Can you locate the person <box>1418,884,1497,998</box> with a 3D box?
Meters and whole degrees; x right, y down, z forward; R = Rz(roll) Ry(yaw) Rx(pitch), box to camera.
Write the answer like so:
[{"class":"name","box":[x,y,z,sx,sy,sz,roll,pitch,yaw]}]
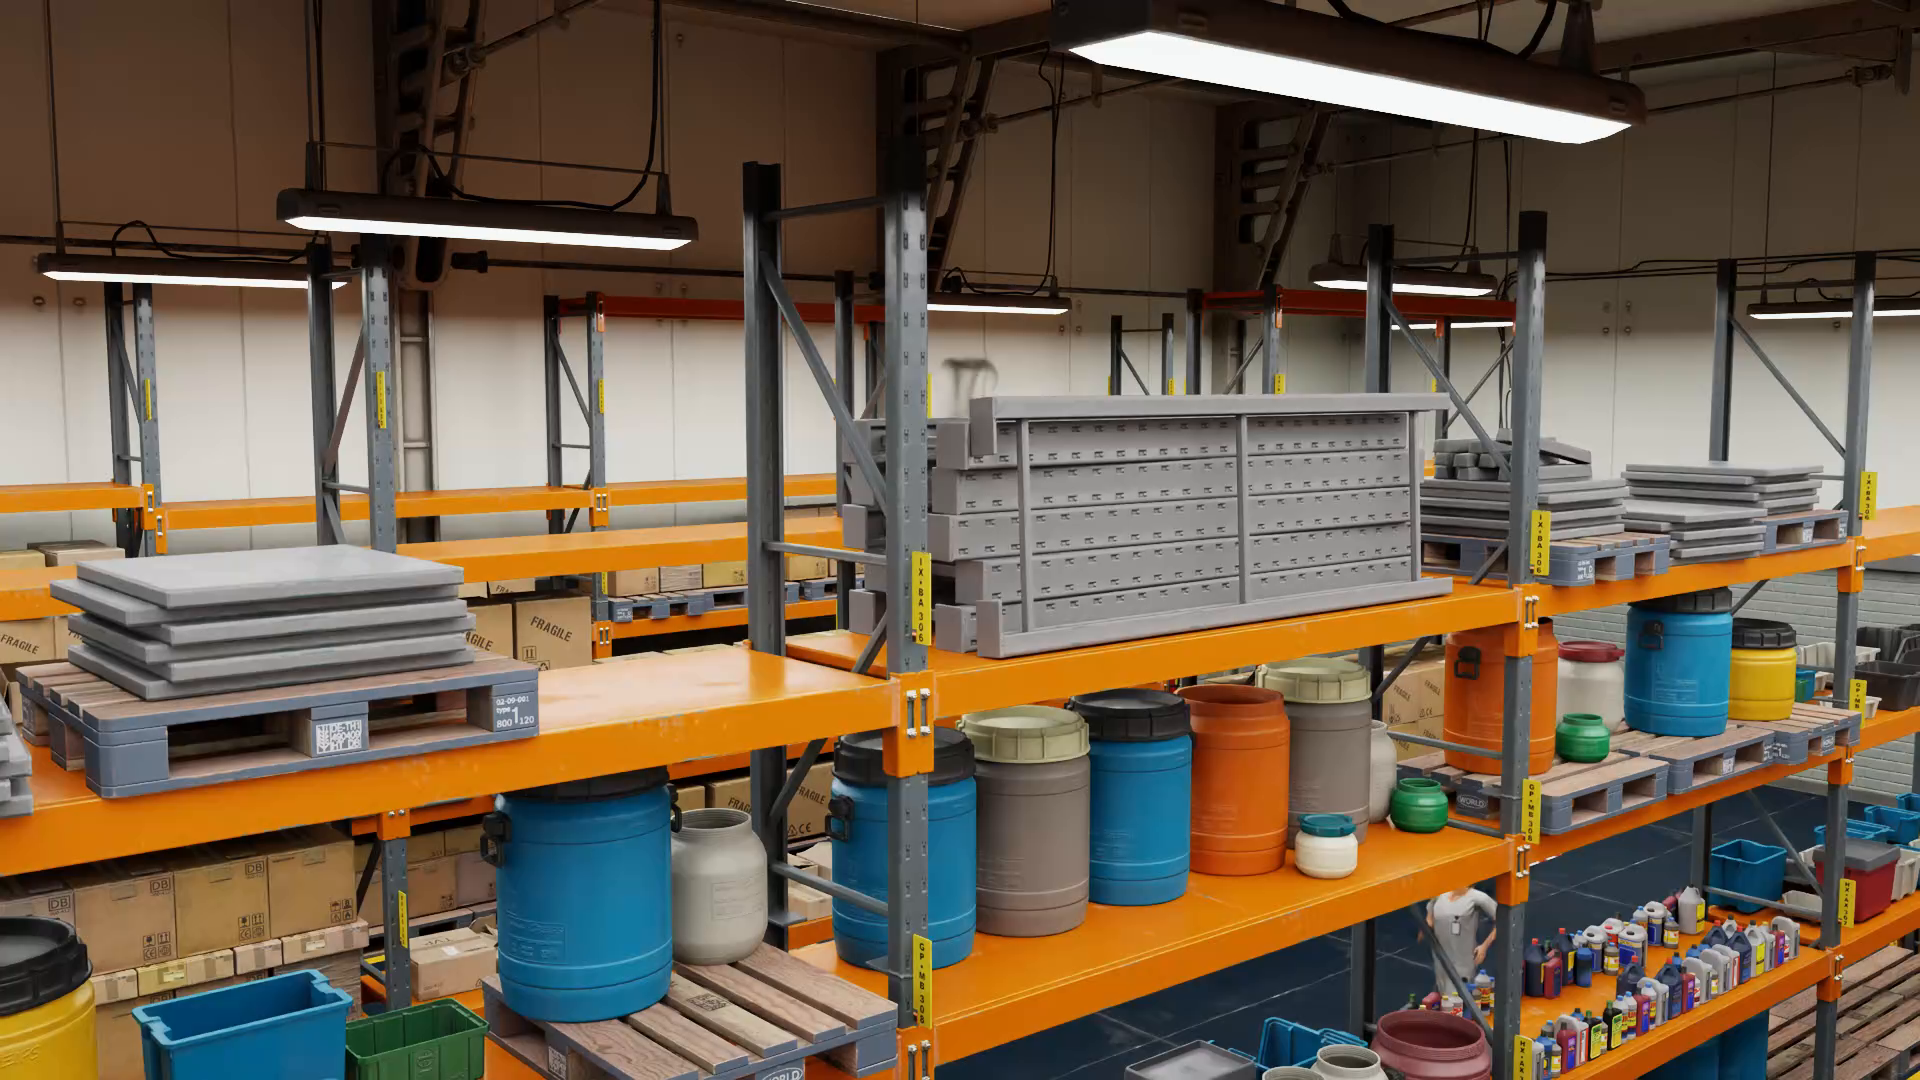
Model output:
[{"class":"person","box":[3.698,3.145,12.346,0.952,1.677,0.568,-5,7,-40]}]
